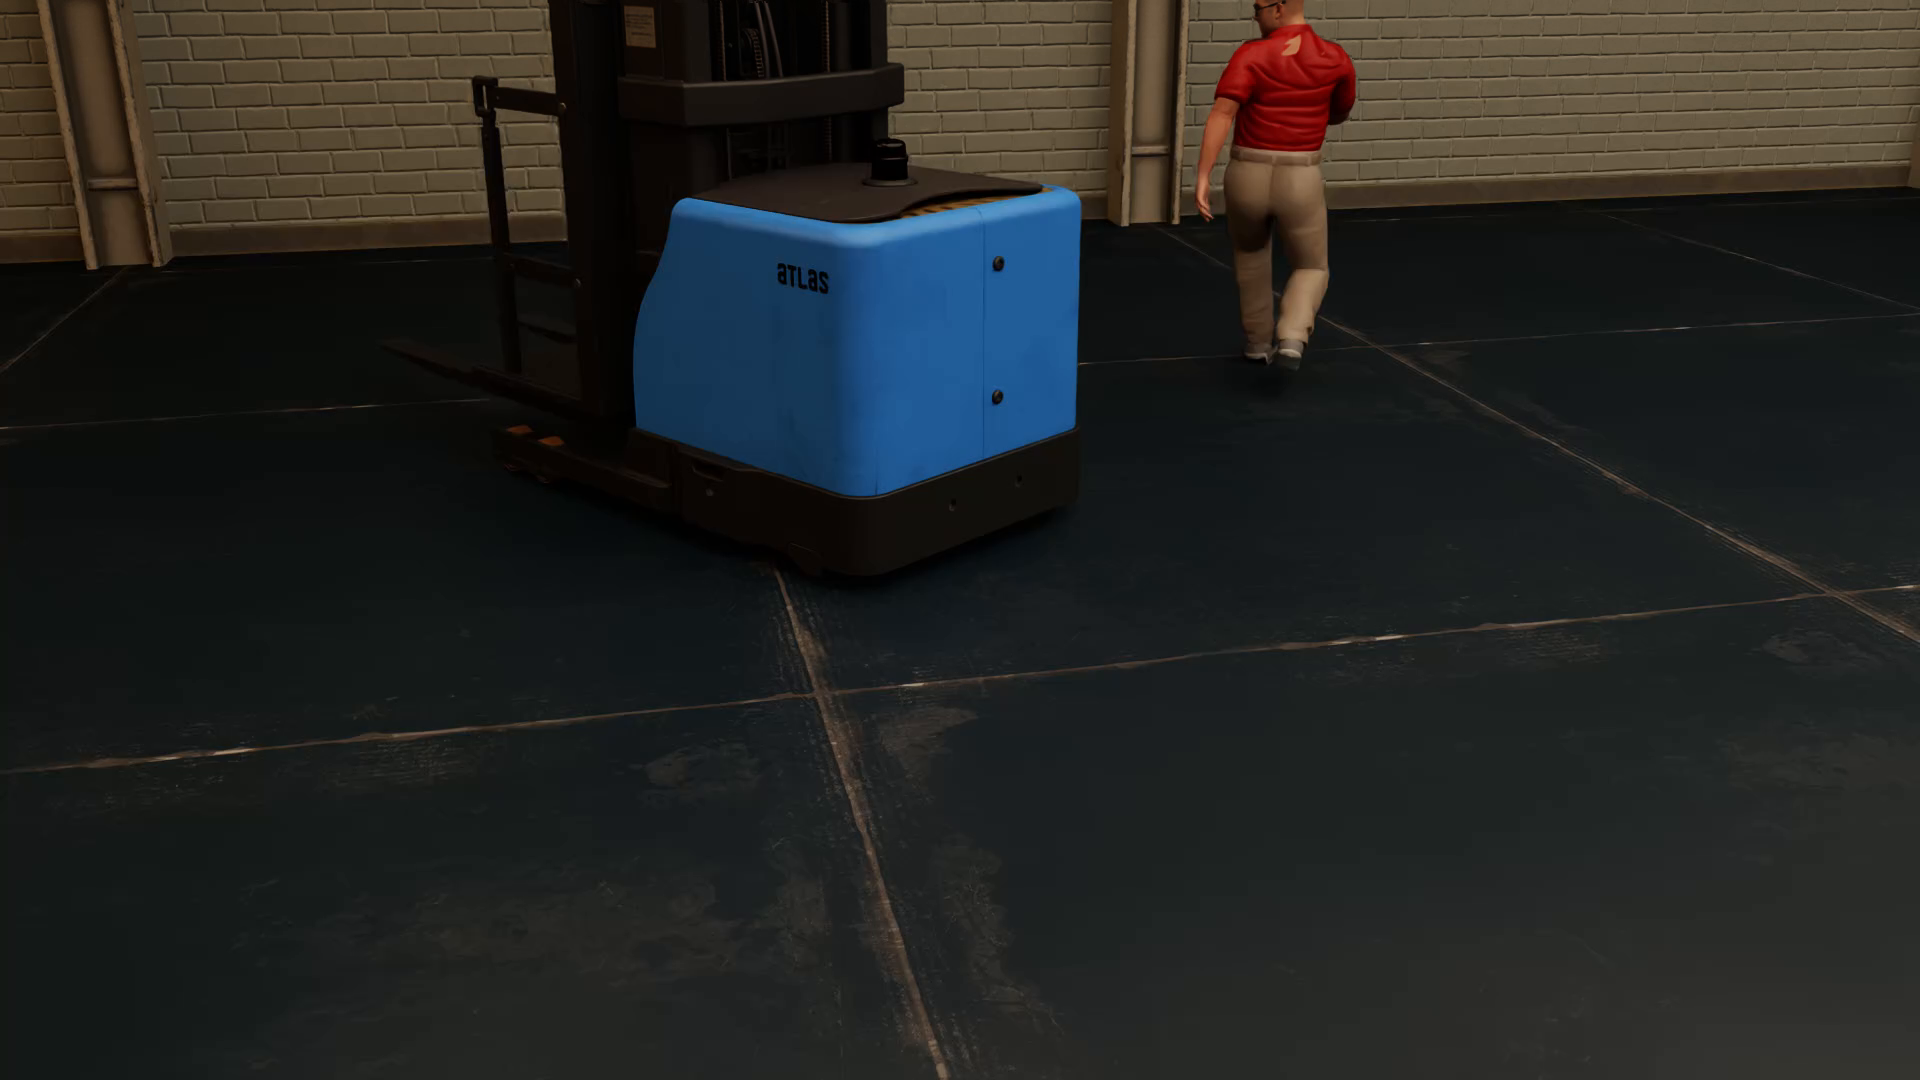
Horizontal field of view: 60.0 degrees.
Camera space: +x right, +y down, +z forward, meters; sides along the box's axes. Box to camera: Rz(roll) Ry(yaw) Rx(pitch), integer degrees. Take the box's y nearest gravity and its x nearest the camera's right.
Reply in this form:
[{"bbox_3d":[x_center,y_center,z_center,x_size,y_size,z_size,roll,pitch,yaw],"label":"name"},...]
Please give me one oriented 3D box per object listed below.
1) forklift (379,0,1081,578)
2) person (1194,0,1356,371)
[{"bbox_3d":[-1.032,-1.685,5.601,3.031,2.935,1.130,18,28,39],"label":"forklift"},{"bbox_3d":[1.315,-1.496,6.945,0.598,1.651,0.842,5,21,12],"label":"person"}]
